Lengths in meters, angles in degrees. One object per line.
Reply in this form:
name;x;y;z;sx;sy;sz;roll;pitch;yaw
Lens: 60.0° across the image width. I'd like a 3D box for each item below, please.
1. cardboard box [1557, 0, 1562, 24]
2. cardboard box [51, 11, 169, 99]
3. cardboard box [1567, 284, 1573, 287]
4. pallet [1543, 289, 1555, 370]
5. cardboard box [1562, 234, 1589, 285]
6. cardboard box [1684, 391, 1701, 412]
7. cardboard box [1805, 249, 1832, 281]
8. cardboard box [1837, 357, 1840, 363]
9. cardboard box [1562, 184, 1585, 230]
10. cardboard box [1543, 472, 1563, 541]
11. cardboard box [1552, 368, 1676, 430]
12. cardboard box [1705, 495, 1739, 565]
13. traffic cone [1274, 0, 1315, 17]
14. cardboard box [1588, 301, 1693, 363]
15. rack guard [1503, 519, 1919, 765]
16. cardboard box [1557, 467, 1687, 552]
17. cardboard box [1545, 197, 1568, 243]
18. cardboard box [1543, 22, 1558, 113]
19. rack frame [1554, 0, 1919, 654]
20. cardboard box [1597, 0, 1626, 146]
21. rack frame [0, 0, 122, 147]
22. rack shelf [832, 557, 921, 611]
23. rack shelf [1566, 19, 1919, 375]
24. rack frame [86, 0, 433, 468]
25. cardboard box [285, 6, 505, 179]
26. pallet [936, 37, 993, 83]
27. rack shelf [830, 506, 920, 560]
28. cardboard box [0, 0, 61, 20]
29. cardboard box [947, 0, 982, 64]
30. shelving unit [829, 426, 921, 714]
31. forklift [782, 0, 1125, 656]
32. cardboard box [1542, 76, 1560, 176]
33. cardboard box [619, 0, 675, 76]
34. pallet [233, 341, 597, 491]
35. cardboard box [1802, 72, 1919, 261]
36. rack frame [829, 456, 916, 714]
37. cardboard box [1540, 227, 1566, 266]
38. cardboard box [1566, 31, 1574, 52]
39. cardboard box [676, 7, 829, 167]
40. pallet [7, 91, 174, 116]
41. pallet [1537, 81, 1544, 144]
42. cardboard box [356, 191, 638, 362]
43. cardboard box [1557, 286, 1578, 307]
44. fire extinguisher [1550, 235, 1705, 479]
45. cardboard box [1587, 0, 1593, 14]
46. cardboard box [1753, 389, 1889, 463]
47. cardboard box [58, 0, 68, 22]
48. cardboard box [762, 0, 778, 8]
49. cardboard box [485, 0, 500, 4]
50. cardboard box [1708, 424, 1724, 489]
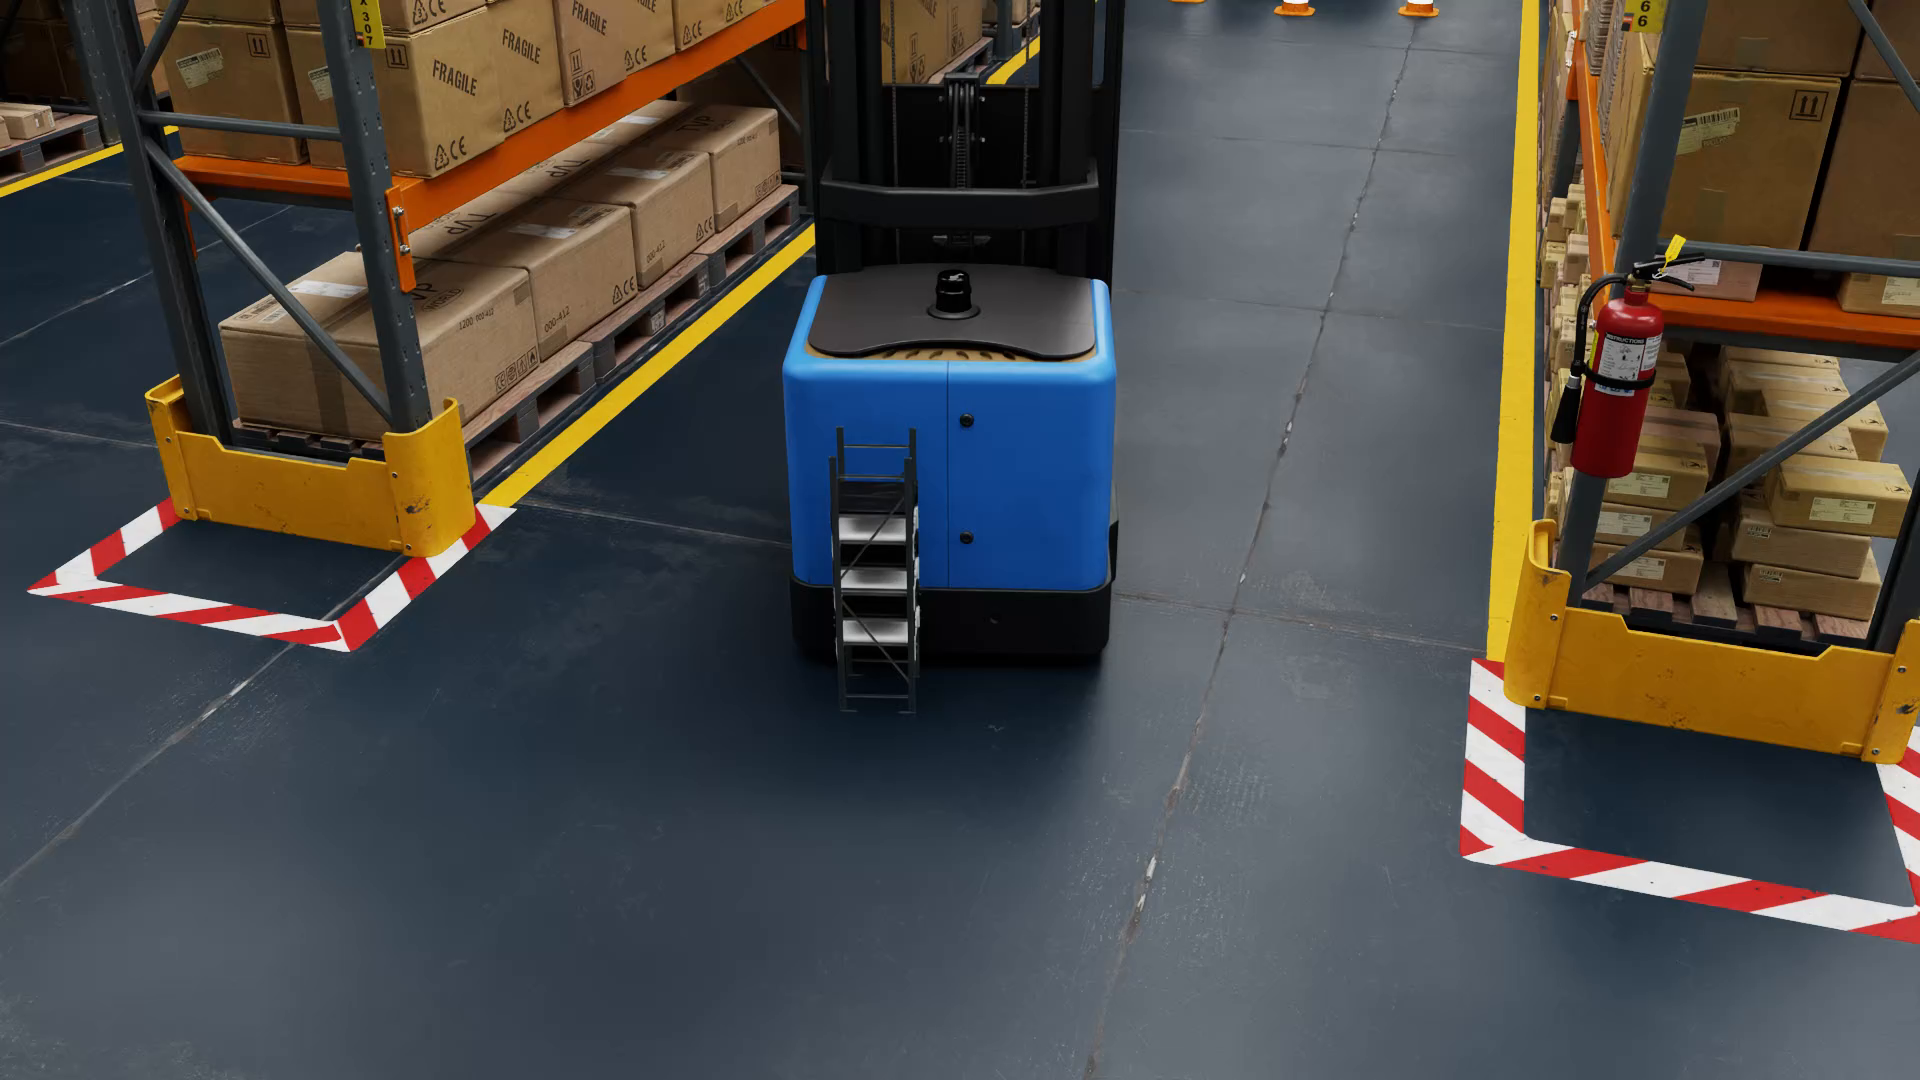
cardboard box;4.089;-3.366;10.583;0.500;0.250;0.500;8;30;14
cardboard box;-5.653;-3.259;11.163;0.500;0.500;0.500;10;31;17
cardboard box;2.955;-1.052;7.557;0.380;0.149;0.250;8;30;14
pallet;3.334;-1.074;7.963;1.003;0.211;1.213;8;30;15
cardboard box;2.826;-1.202;7.213;0.380;0.149;0.250;9;30;16
cardboard box;2.534;-0.456;6.180;0.380;0.149;0.250;8;30;14
cardboard box;2.767;-0.869;4.985;0.380;0.149;0.250;10;30;17
cardboard box;3.169;-0.758;6.416;0.380;0.149;0.250;9;30;16
cardboard box;3.061;-1.557;7.853;0.380;0.149;0.250;10;31;17
cardboard box;2.257;-0.097;5.839;0.380;0.149;0.250;9;30;16
cardboard box;2.320;-0.478;5.912;0.380;0.149;0.250;8;30;14
cardboard box;2.782;-0.020;5.700;0.380;0.149;0.250;8;30;15
traffic cone;2.929;-4.825;14.447;0.336;0.463;0.334;8;30;15
cardboard box;2.665;-0.828;6.542;0.380;0.149;0.250;7;30;13
rack guard;2.346;0.306;5.185;1.175;0.500;0.348;8;30;15
cardboard box;2.205;-0.105;5.547;0.380;0.149;0.250;8;30;14
cardboard box;3.085;-1.555;8.154;0.380;0.149;0.250;10;31;17
cardboard box;4.076;-3.033;10.756;0.500;0.500;0.500;9;30;15
rack frame;2.323;-0.751;4.514;1.000;3.000;0.127;8;30;15
cardboard box;2.505;-1.646;5.714;0.500;0.500;0.500;9;30;15
rack frame;-6.010;-3.976;10.311;1.000;3.000;0.127;8;30;15
rack shelf;-0.257;0.133;5.154;0.258;0.077;0.200;1;29;2
rack shelf;2.910;-1.366;6.360;1.077;0.370;4.000;8;30;15
rack frame;-2.438;-1.410;5.699;1.000;3.000;0.127;8;30;15
cardboard box;-2.023;-1.636;6.002;0.500;0.500;0.500;8;30;14
pallet;-0.394;-3.554;12.421;1.003;0.211;1.213;8;30;15
rack shelf;-0.257;-0.024;5.066;0.258;0.077;0.200;1;29;2
cardboard box;-6.178;-3.562;11.040;0.380;0.149;0.250;7;30;13
cardboard box;-0.372;-4.074;12.241;0.875;0.875;0.875;8;30;14
shelving unit;-0.257;0.104;5.137;0.258;0.900;0.210;1;29;2
forklift;0.027;-1.584;6.083;1.130;2.935;3.031;1;29;2
cardboard box;3.625;-2.319;9.473;0.500;0.500;0.500;8;30;14
cardboard box;-1.604;-2.344;7.275;0.500;0.500;0.500;10;30;17
pallet;-2.278;-0.574;7.065;1.003;0.211;1.213;8;30;15
cardboard box;2.719;-1.094;4.722;0.500;0.500;0.500;10;31;17
rack frame;-0.261;0.153;5.049;0.240;0.900;0.006;1;29;2
cardboard box;3.083;-1.424;8.225;0.380;0.149;0.250;7;30;13
cardboard box;3.638;-2.648;9.292;0.500;0.250;0.500;10;31;17
cardboard box;-1.159;-2.824;9.994;0.875;0.875;0.875;9;30;16
pallet;-5.808;-3.140;11.678;1.003;0.211;1.213;8;30;15
pallet;4.441;-2.887;11.223;1.003;0.211;1.213;8;30;15
cardboard box;-2.080;-1.222;7.564;0.875;0.438;0.875;9;30;16
cardboard box;2.740;-0.948;7.063;0.380;0.149;0.250;8;30;14
fire extinguisher;1.808;-0.503;4.532;0.296;0.674;0.183;8;30;15
cardboard box;3.111;-2.589;7.410;0.500;0.500;0.500;8;30;14
cardboard box;2.964;-0.388;5.750;0.380;0.149;0.250;8;30;15
cardboard box;-5.651;-3.479;10.890;0.380;0.149;0.250;10;31;17
cardboard box;-1.156;-3.061;8.564;0.500;0.500;0.500;9;30;15
cardboard box;-1.880;-2.314;6.193;0.500;0.500;0.500;8;30;14
cardboard box;2.844;-0.271;5.846;0.380;0.149;0.250;9;30;16
